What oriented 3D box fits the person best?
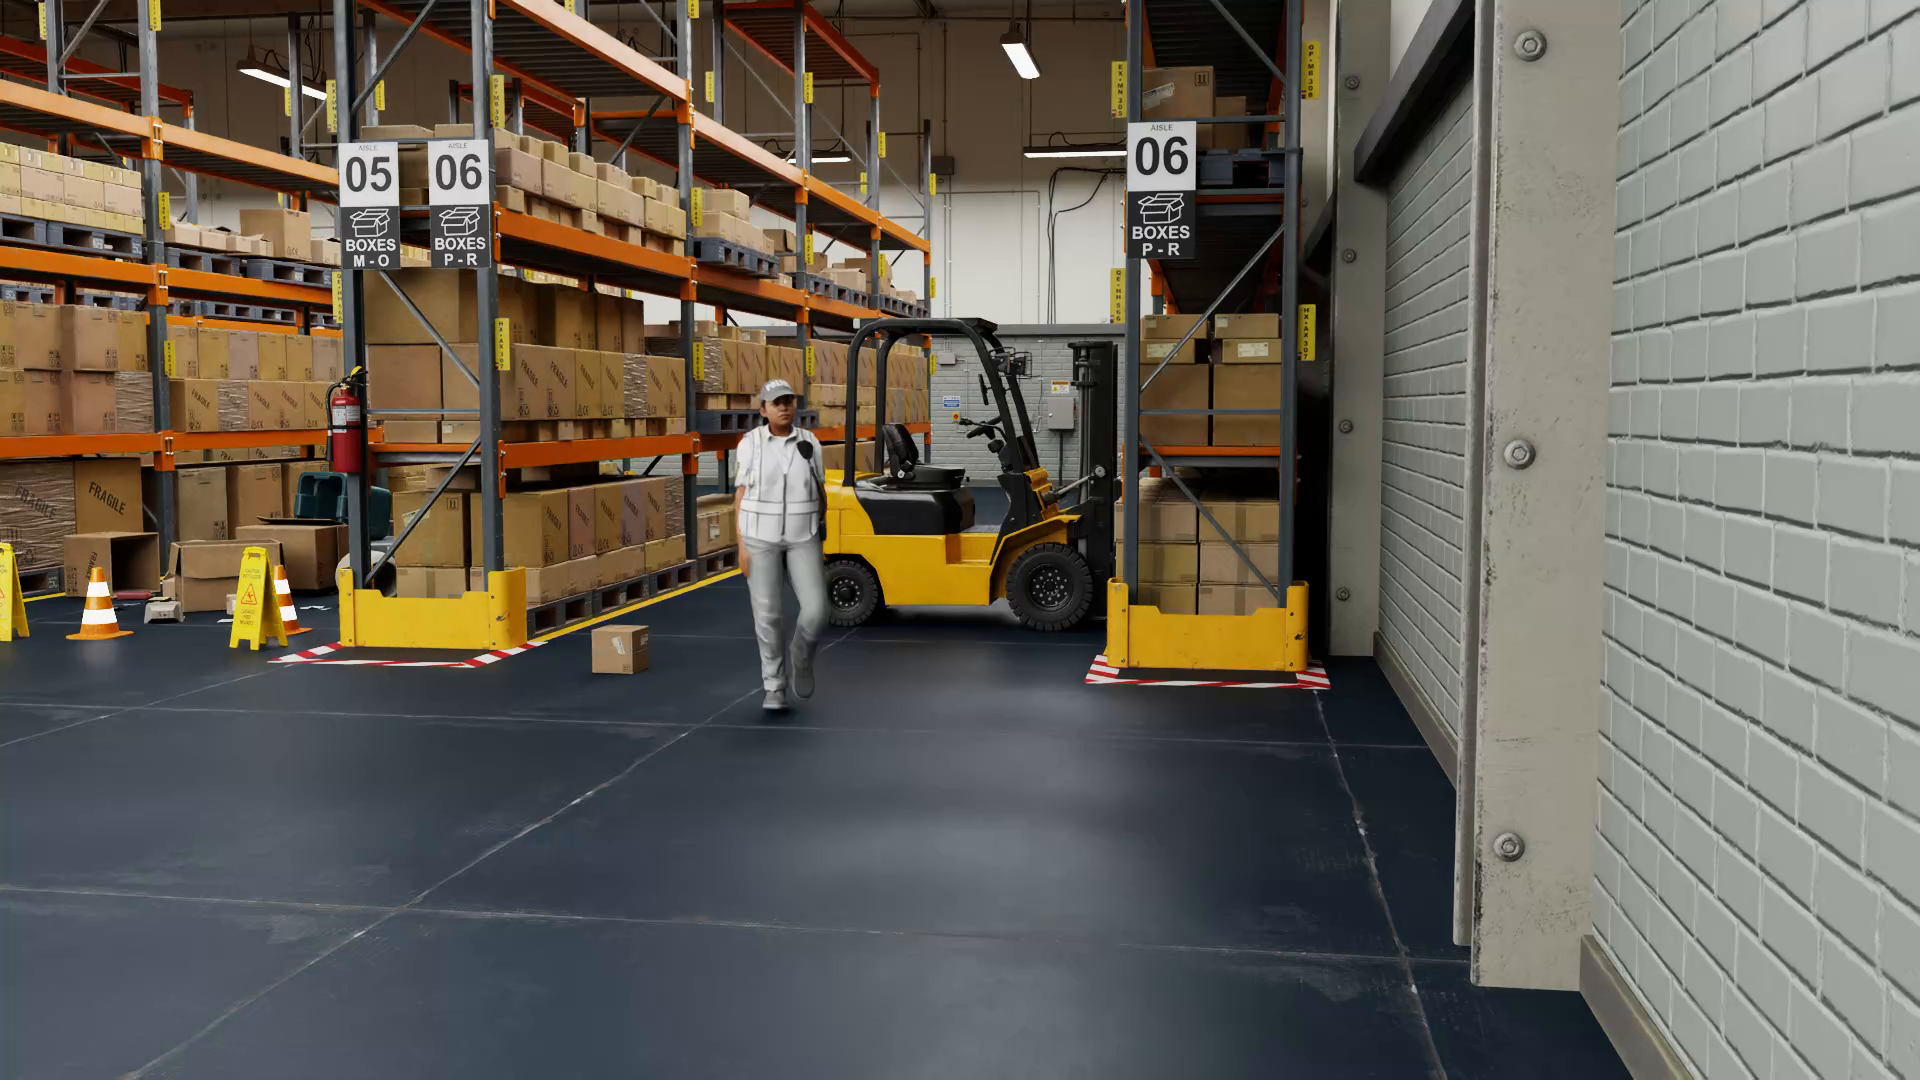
[{"bbox_3d":[-0.897,0.103,8.386,0.452,1.357,0.437,-1,5,-12],"label":"person"}]
